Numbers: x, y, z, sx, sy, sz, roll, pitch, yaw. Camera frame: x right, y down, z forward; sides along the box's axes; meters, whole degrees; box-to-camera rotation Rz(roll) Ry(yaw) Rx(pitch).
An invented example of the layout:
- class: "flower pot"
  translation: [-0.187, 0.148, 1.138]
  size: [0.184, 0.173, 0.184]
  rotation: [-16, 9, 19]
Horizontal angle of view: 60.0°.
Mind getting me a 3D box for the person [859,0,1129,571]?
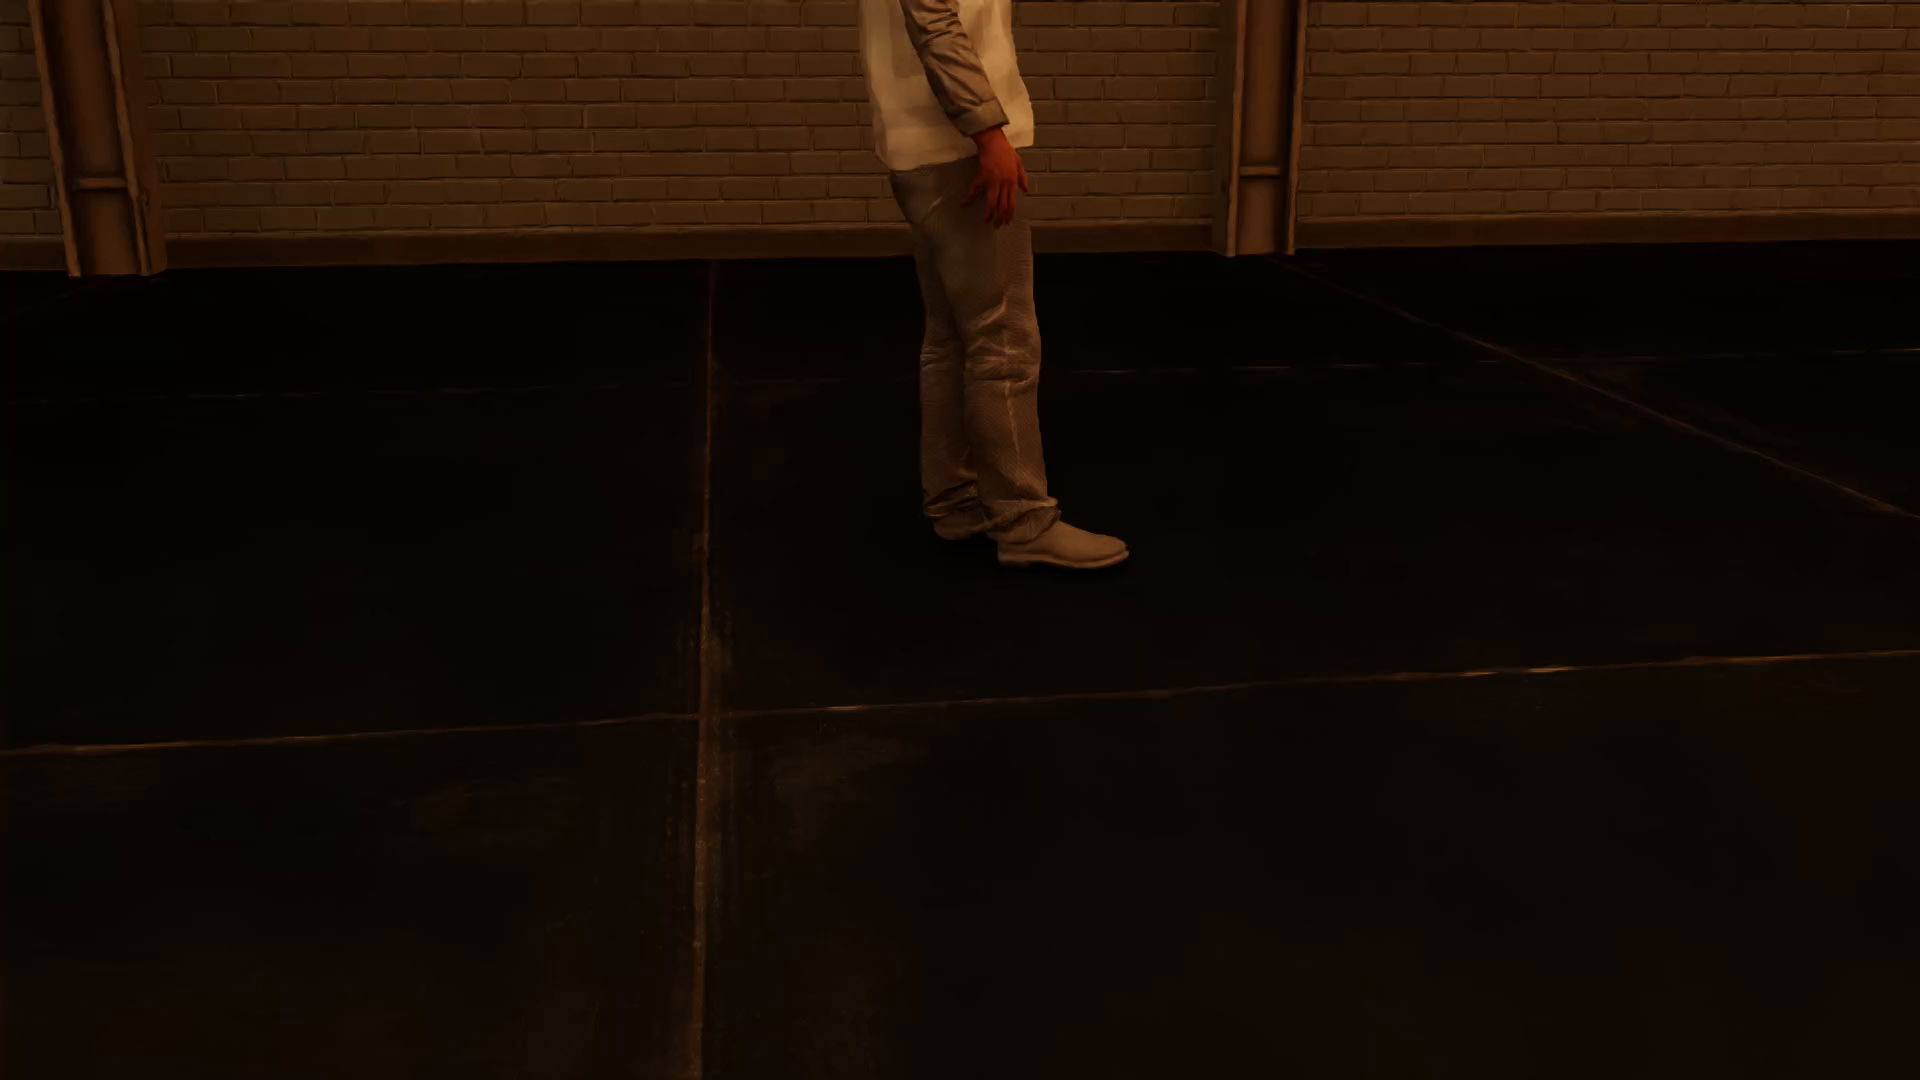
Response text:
- class: "person"
  translation: [0.063, -0.856, 3.709]
  size: [0.567, 1.773, 0.632]
  rotation: [-2, 17, -8]
